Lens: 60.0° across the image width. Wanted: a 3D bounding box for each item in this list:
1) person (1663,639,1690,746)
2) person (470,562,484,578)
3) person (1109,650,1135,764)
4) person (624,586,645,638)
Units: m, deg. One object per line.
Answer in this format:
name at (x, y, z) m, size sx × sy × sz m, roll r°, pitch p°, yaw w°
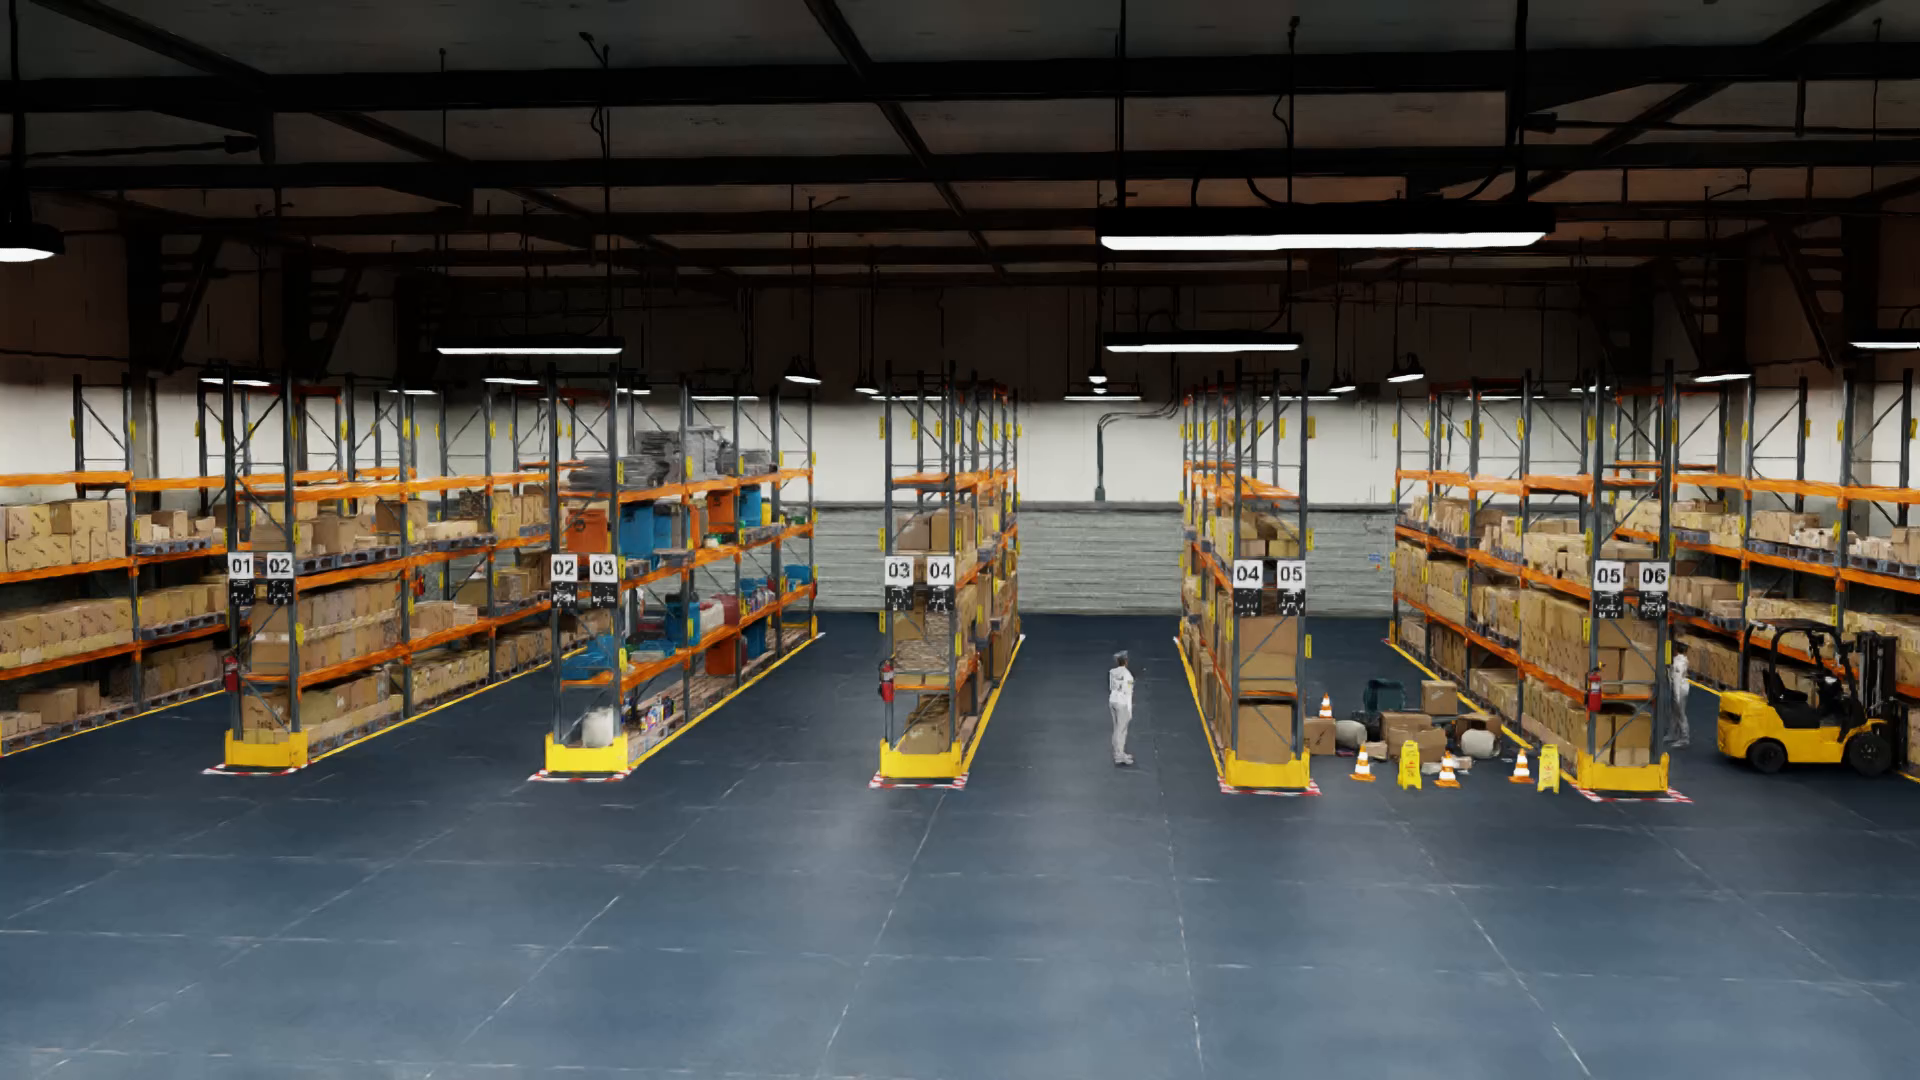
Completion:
person at (11.387, 2.425, 26.485) m, size 0.500 × 1.661 × 0.564 m, roll 2°, pitch 4°, yaw 31°
person at (-11.721, 1.426, 40.559) m, size 0.433 × 1.785 × 0.709 m, roll 0°, pitch 4°, yaw 6°
person at (2.466, 2.505, 25.081) m, size 0.416 × 1.675 × 0.537 m, roll -2°, pitch 4°, yaw -26°
person at (-7.556, 1.653, 38.671) m, size 0.493 × 1.606 × 1.001 m, roll 0°, pitch 4°, yaw 4°
